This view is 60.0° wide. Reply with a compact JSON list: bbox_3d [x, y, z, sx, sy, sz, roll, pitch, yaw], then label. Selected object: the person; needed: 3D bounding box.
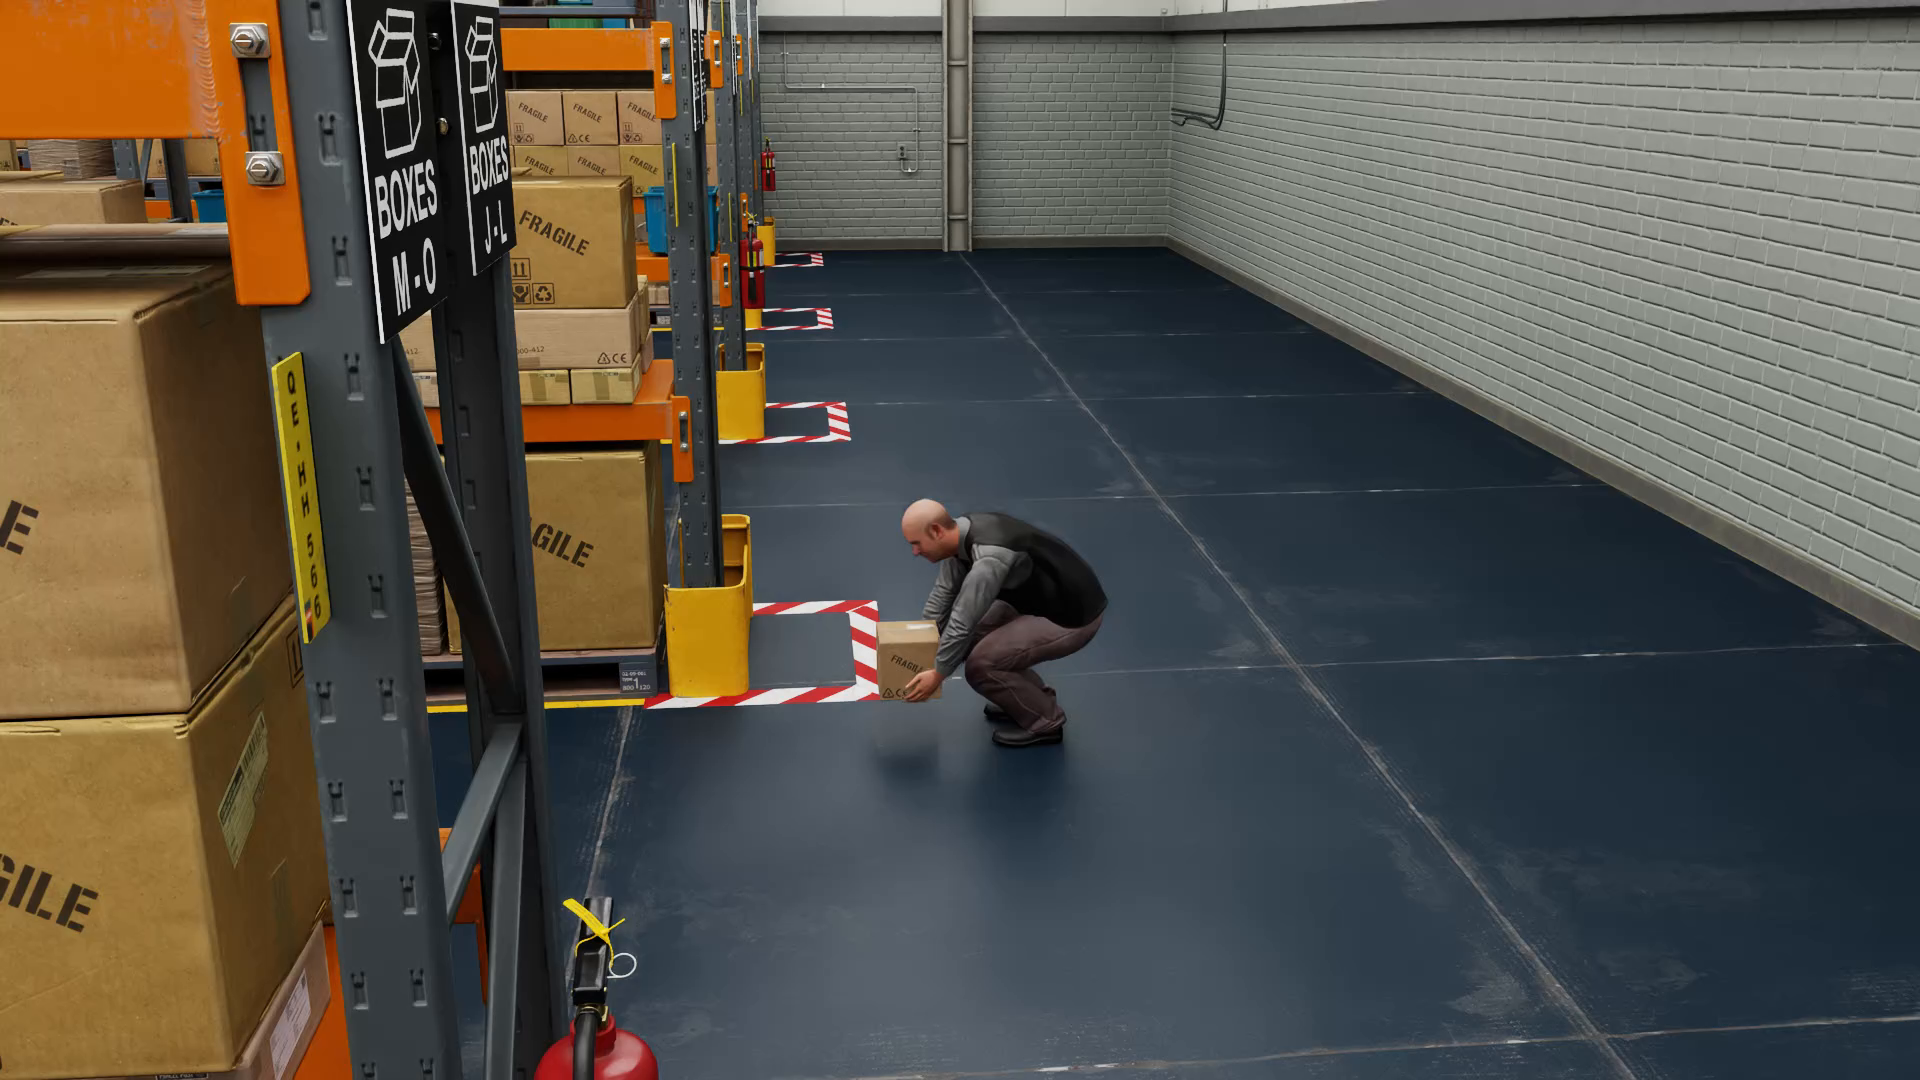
[{"bbox_3d":[0.166,0.313,6.763,0.859,1.024,0.550,-2,17,-6],"label":"person"}]
